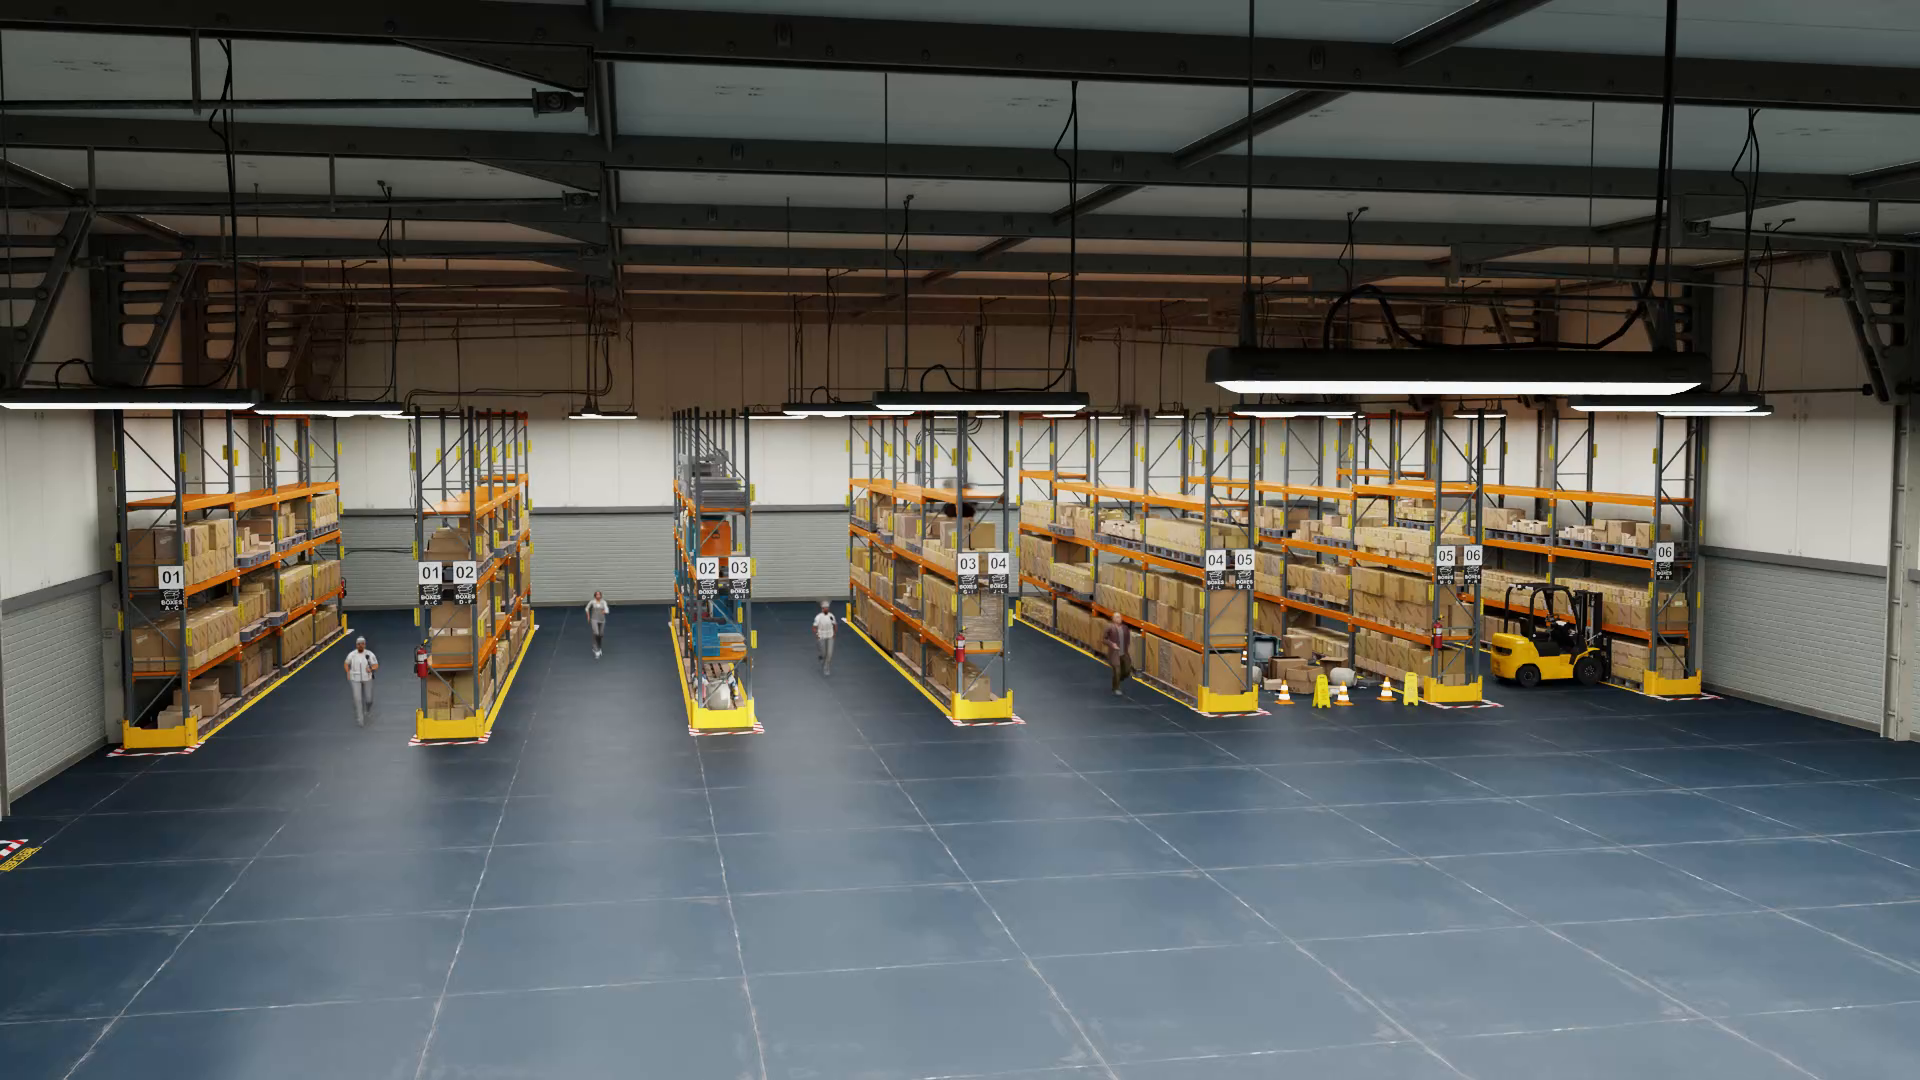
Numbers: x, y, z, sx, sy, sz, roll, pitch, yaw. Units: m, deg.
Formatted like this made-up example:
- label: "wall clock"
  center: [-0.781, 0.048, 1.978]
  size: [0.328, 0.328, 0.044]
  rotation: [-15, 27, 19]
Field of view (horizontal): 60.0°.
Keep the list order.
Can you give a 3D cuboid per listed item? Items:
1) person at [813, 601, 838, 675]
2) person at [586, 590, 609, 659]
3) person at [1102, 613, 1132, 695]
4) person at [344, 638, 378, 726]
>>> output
- label: "person"
  center: [-3.061, 2.217, 37.867]
  size: [0.583, 1.664, 0.593]
  rotation: [-1, 4, -19]
- label: "person"
  center: [-8.825, 2.038, 40.529]
  size: [0.507, 1.646, 0.728]
  rotation: [-2, 5, -26]
- label: "person"
  center: [3.321, 2.376, 34.731]
  size: [0.701, 1.716, 0.638]
  rotation: [-2, 4, -21]
- label: "person"
  center: [-11.348, 2.669, 31.526]
  size: [0.620, 1.622, 0.823]
  rotation: [-2, 4, -20]
